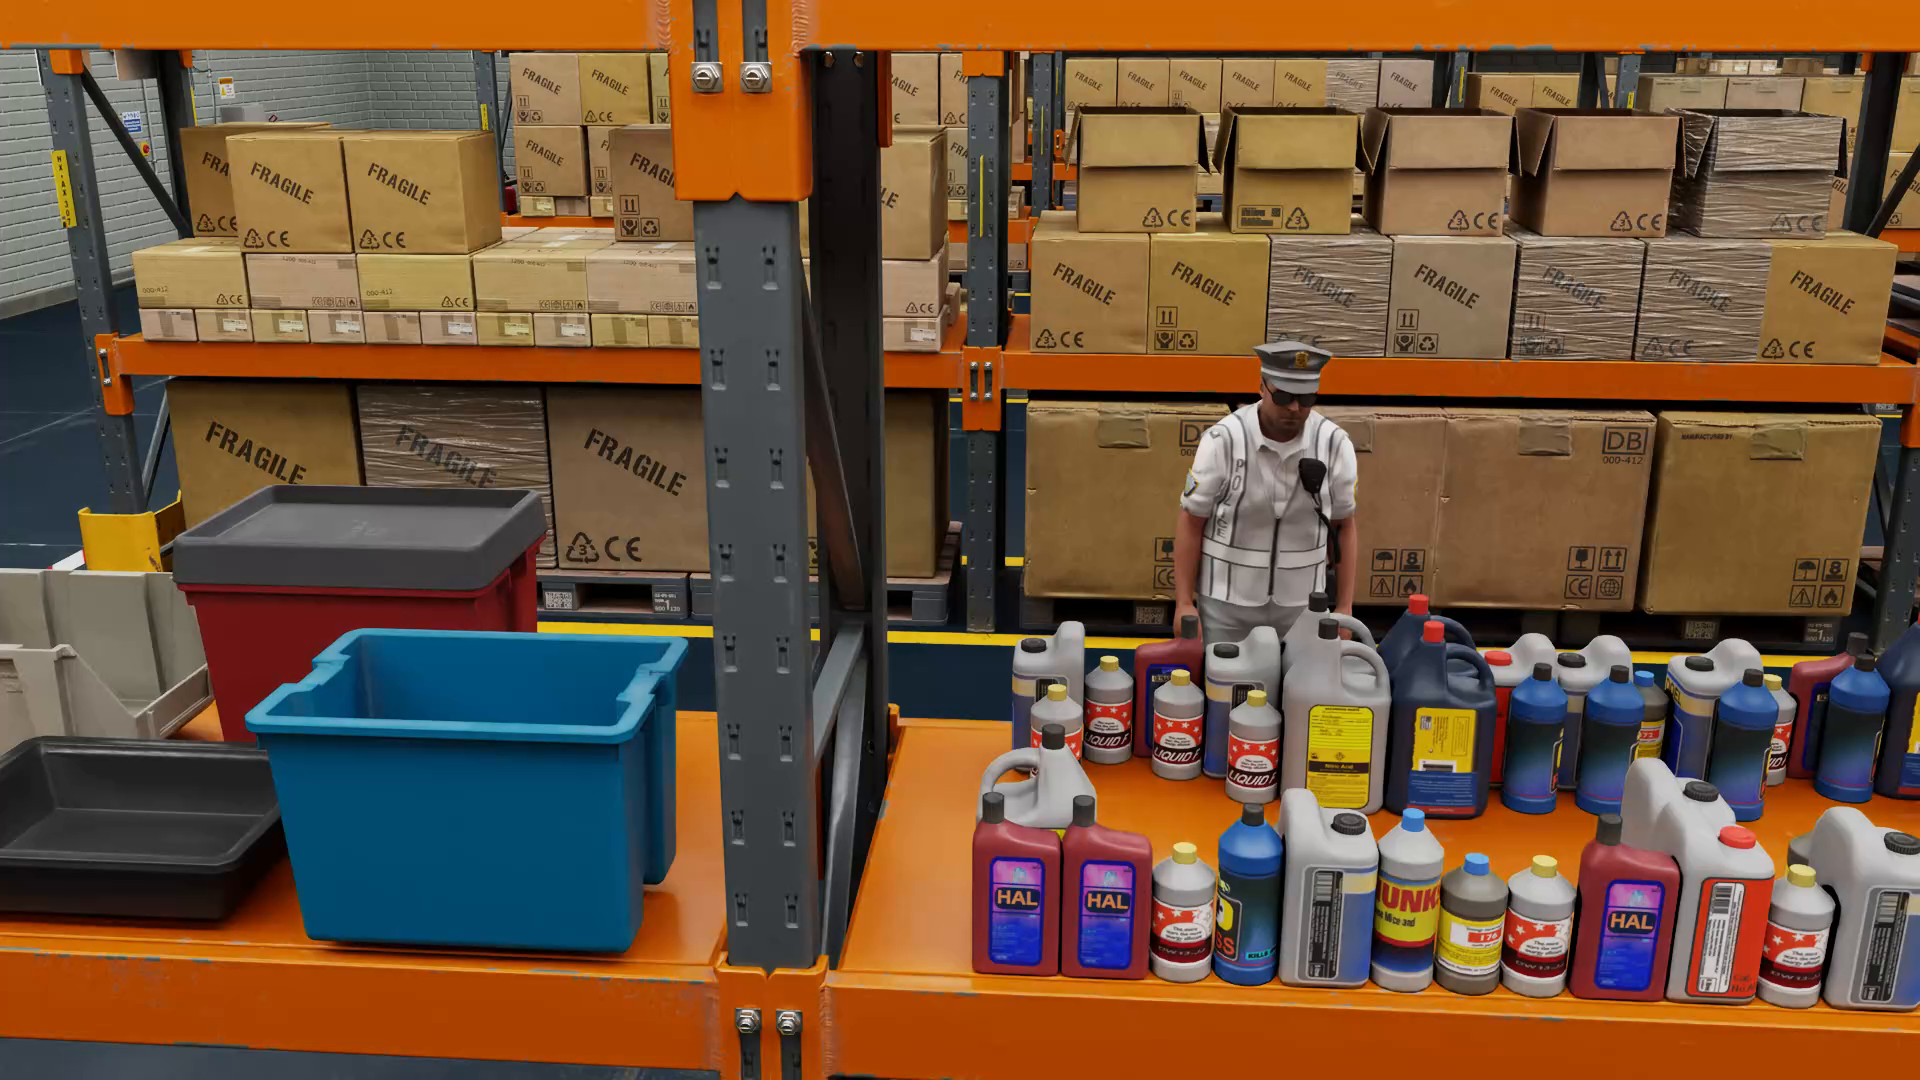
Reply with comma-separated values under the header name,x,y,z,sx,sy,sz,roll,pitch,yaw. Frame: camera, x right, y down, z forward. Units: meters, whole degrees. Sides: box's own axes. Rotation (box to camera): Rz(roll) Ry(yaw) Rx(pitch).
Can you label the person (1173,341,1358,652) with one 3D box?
name,x,y,z,sx,sy,sz,roll,pitch,yaw
person,0.973,0.208,5.371,0.603,1.747,0.437,0,17,1
